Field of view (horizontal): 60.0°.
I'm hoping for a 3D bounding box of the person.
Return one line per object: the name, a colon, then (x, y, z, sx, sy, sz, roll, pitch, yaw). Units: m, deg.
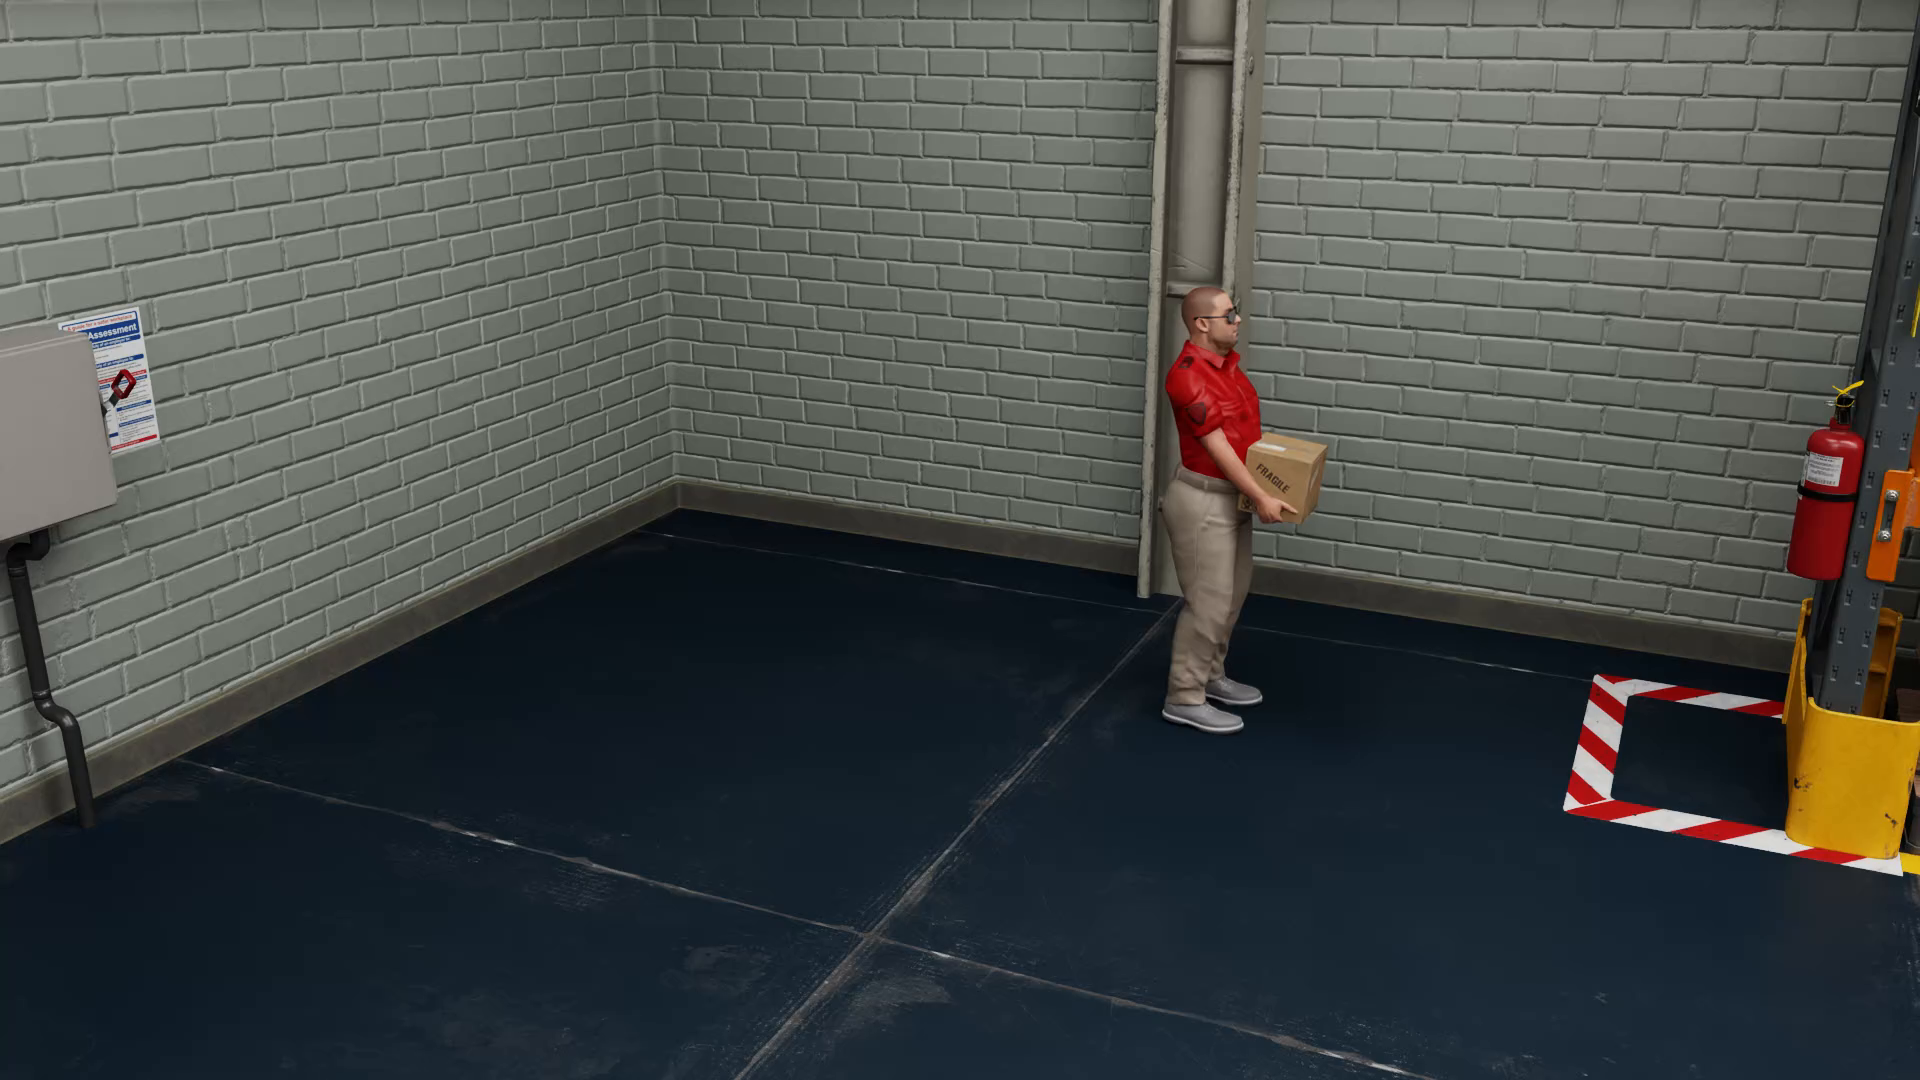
person: (1.075, -0.116, 6.447, 0.538, 1.713, 0.494, 9, 21, 24)
